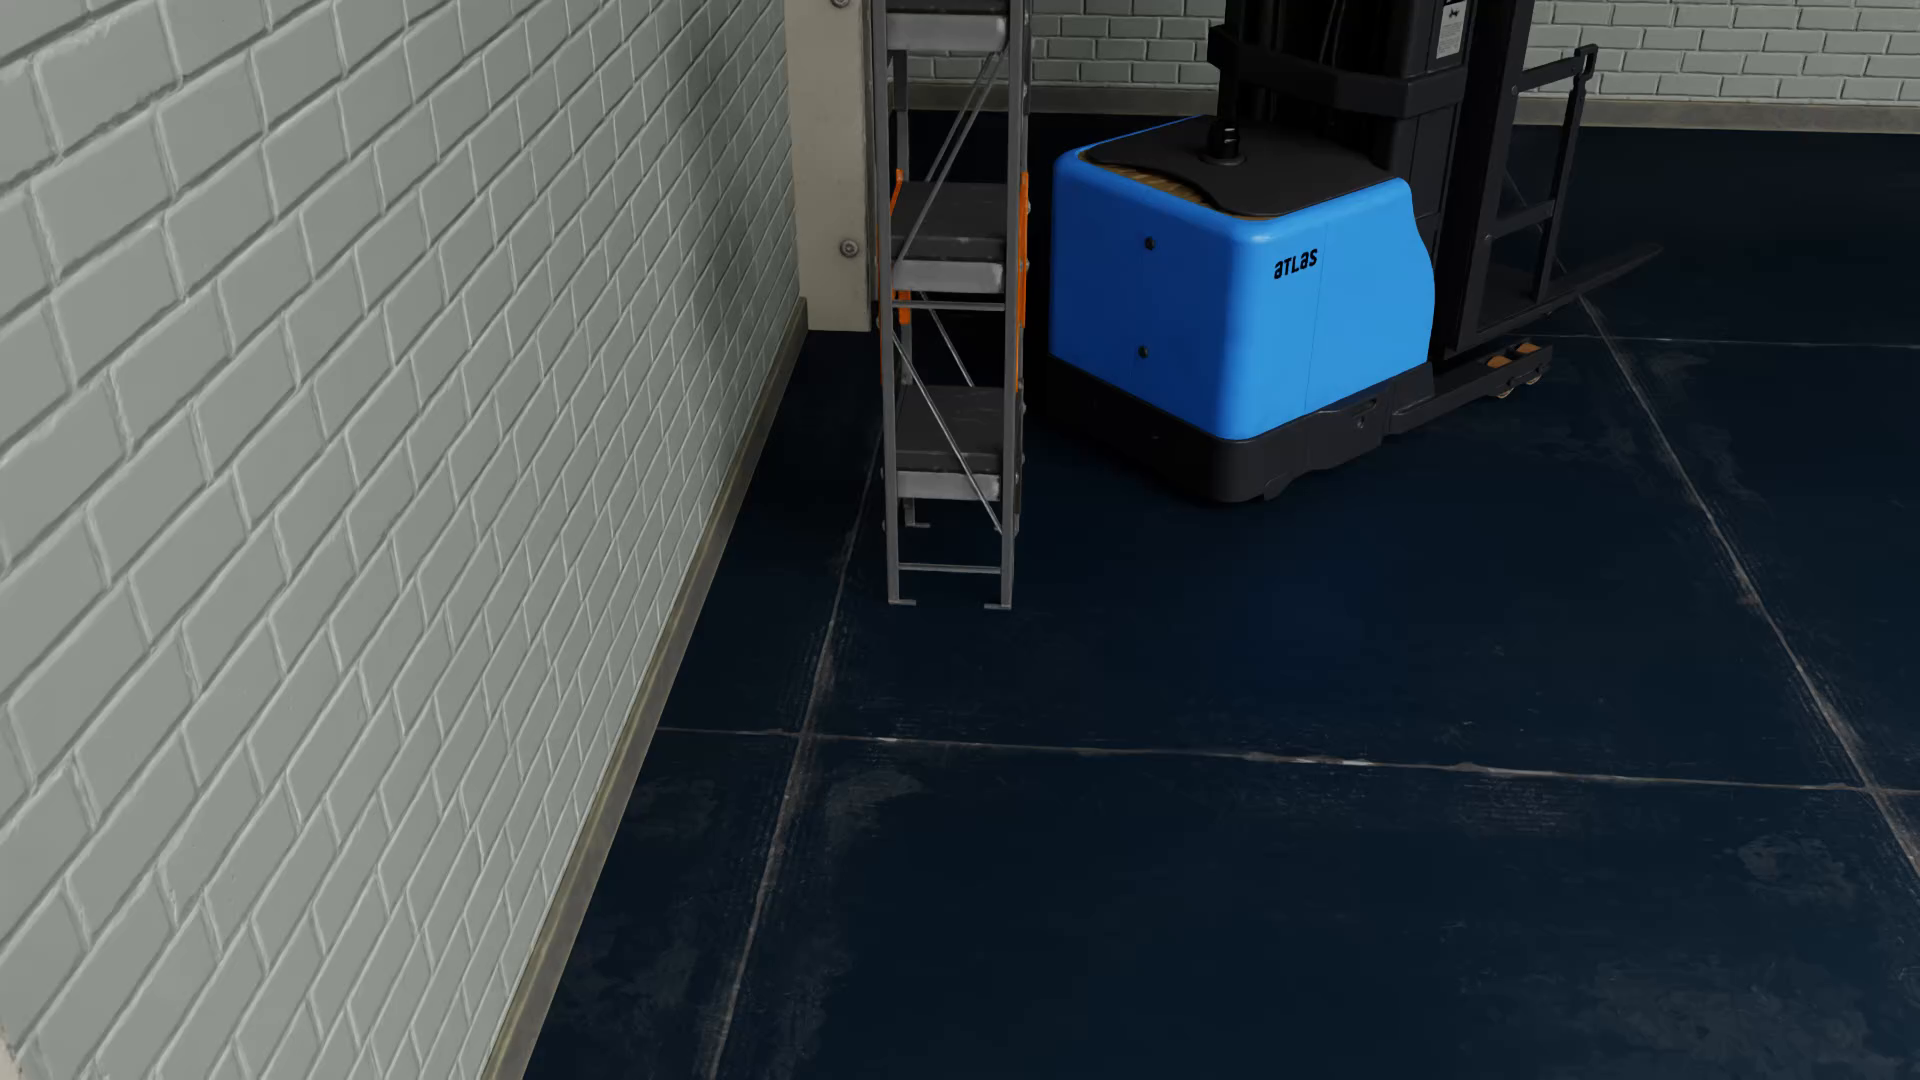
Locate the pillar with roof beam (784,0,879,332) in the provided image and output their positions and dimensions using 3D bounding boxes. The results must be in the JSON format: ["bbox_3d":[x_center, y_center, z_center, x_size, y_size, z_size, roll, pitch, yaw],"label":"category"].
[{"bbox_3d":[3.763,-4.662,4.737,9.100,9.000,0.400,2,32,4],"label":"pillar with roof beam"}]

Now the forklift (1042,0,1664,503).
[{"bbox_3d":[1.779,-2.009,6.217,3.031,2.935,1.130,-23,38,-33],"label":"forklift"}]

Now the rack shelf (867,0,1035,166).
[{"bbox_3d":[-0.013,-1.392,4.699,0.431,0.518,0.480,2,32,4],"label":"rack shelf"}]

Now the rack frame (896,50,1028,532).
[{"bbox_3d":[0.006,-0.935,5.266,0.400,2.100,0.015,2,32,4],"label":"rack frame"}]

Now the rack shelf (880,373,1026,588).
[{"bbox_3d":[-0.013,-0.200,5.433,0.431,0.518,0.480,2,32,4],"label":"rack shelf"}]

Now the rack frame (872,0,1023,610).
[{"bbox_3d":[-0.033,-0.680,4.852,0.400,2.100,0.015,2,32,4],"label":"rack frame"}]

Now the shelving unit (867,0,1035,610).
[{"bbox_3d":[-0.013,-0.807,5.059,0.431,2.100,0.503,2,32,4],"label":"shelving unit"}]

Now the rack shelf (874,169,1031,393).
[{"bbox_3d":[-0.013,-0.796,5.066,0.431,0.518,0.480,2,32,4],"label":"rack shelf"}]
